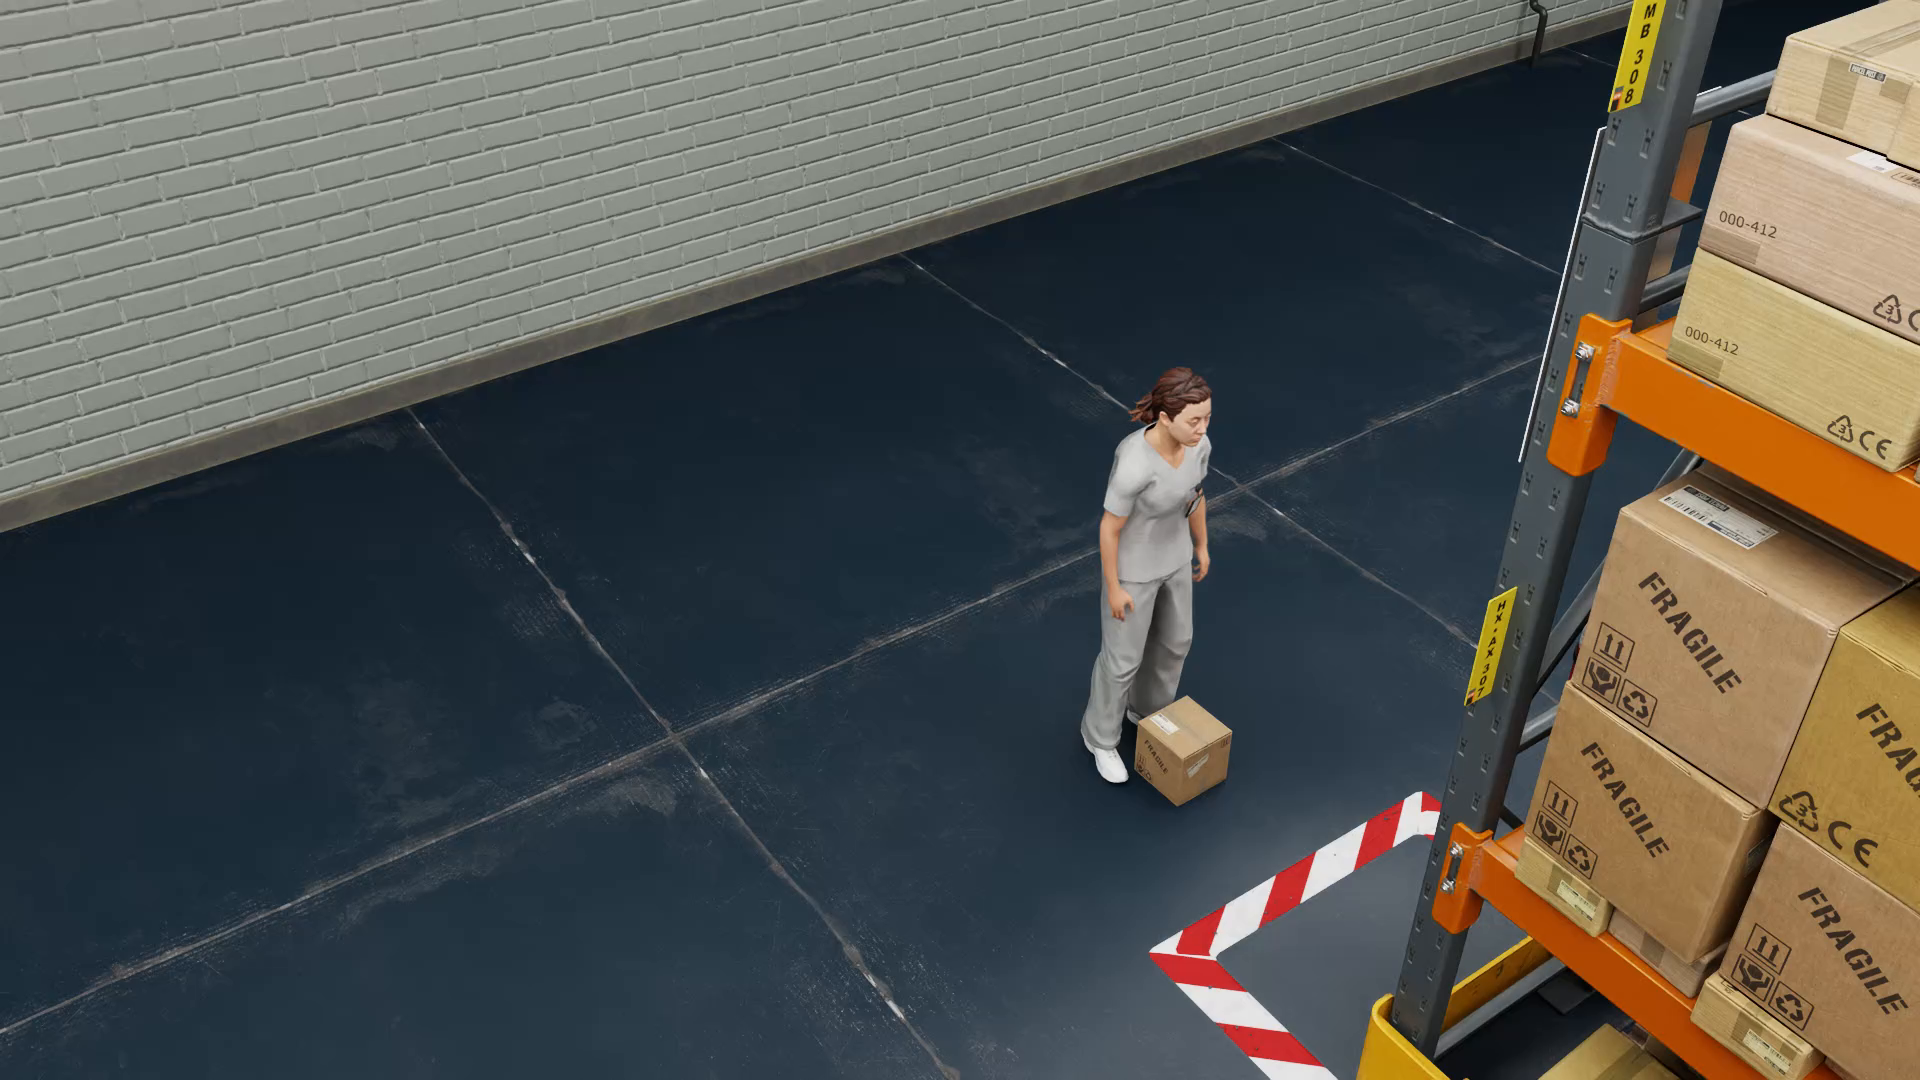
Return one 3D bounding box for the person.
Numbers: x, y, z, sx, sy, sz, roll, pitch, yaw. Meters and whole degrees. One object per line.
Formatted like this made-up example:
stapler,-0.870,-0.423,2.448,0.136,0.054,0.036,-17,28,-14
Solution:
person,0.693,0.104,6.009,0.512,1.673,0.351,-25,43,-29
